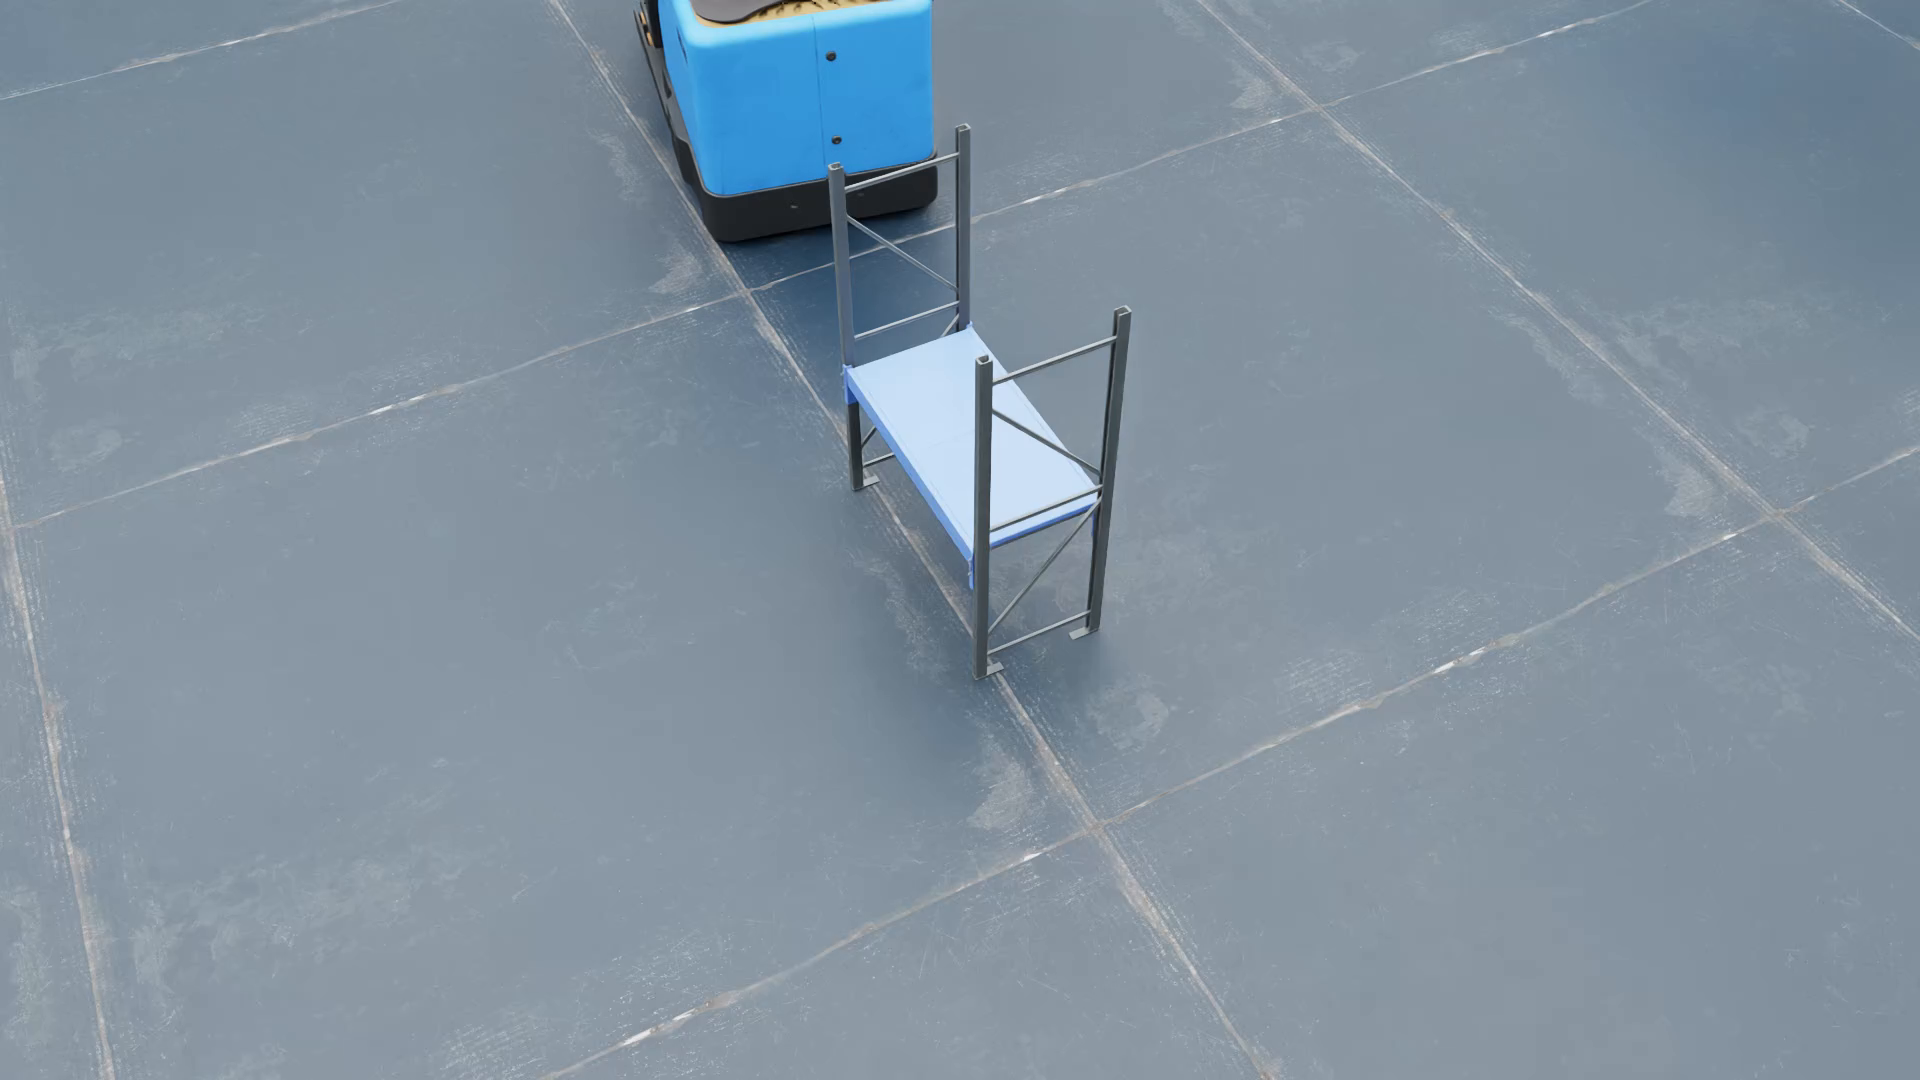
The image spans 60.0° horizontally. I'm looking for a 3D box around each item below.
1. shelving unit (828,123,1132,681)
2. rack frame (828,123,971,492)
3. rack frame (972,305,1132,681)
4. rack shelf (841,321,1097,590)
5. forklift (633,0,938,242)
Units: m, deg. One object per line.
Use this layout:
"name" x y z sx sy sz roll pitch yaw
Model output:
"shelving unit" 0.039 -0.437 5.636 0.538 1.500 1.048 -21 52 -18
"rack frame" -0.194 -0.777 5.933 0.500 1.500 0.032 -21 52 -18
"rack frame" 0.272 -0.096 5.338 0.500 1.500 0.032 -21 52 -18
"rack shelf" 0.039 -0.318 5.771 0.538 0.185 1.000 -21 52 -18
"forklift" -1.012 -3.412 7.287 1.130 2.935 3.031 -13 50 -11
